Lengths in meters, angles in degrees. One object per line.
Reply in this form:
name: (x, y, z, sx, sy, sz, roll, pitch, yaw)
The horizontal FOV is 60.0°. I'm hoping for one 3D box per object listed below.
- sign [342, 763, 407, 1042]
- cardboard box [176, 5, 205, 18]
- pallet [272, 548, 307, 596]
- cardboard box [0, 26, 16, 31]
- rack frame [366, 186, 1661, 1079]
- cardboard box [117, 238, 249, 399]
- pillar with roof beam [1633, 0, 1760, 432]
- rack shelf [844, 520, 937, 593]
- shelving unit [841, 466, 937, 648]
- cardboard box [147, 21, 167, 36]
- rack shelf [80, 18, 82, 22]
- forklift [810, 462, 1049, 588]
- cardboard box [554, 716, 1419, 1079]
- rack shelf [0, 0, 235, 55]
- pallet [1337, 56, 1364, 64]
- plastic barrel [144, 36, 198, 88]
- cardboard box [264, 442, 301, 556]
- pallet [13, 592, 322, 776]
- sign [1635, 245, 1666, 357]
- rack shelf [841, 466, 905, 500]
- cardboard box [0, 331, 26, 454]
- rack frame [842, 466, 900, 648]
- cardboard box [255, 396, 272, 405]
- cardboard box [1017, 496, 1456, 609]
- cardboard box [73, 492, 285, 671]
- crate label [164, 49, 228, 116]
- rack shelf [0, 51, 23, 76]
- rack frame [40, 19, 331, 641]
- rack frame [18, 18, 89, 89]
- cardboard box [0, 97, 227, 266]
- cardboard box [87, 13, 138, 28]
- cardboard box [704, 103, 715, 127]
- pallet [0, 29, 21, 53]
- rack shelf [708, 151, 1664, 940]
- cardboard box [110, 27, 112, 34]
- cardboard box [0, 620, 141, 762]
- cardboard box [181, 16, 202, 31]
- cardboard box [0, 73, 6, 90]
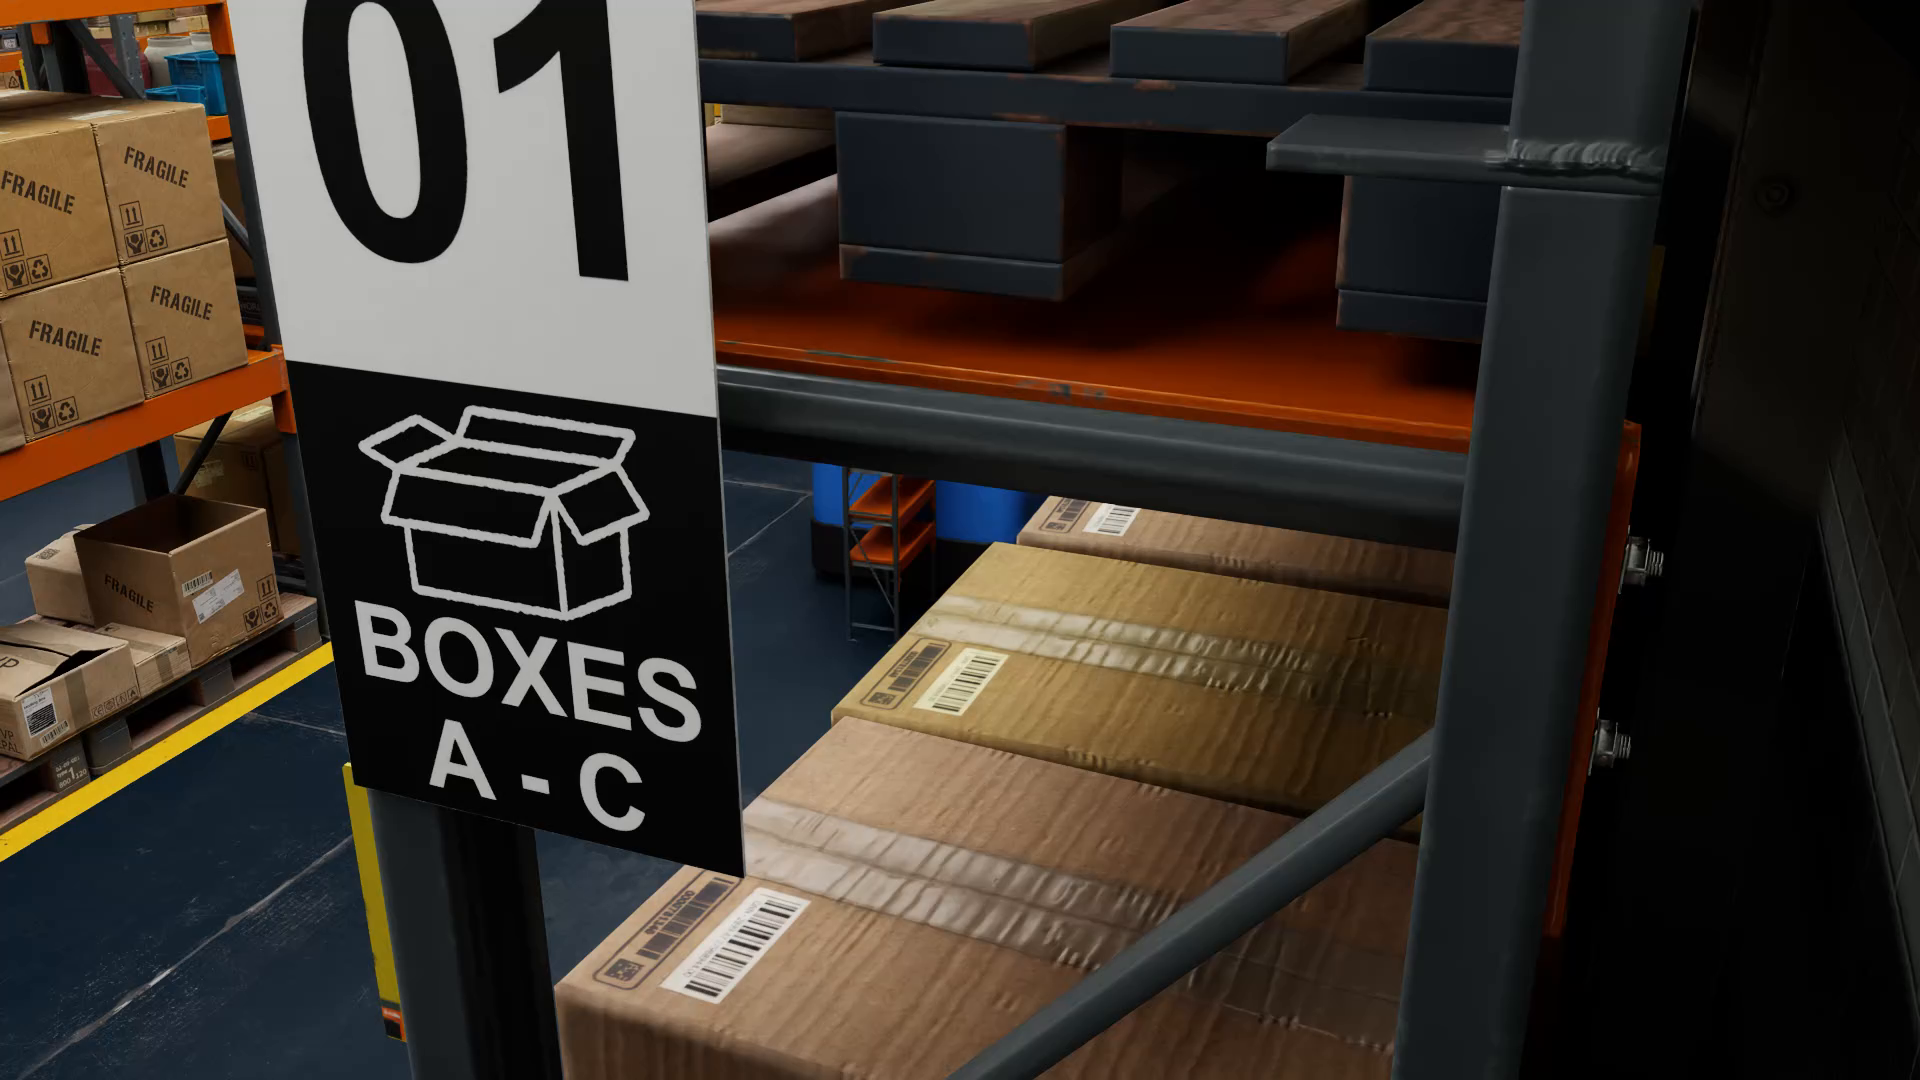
sign: (-0.551, 0.373, 1.655, 0.100, 0.325, 0.005, 9, 24, 20)
cardboard box: (-8.856, -6.025, 18.267, 0.875, 0.500, 0.500, 9, 24, 20)
pallet: (-2.900, -0.050, 8.095, 1.003, 0.211, 1.213, 9, 24, 20)
cardboard box: (-9.816, -5.529, 16.271, 1.000, 1.000, 1.000, 9, 24, 20)
rack frame: (-0.052, 1.099, 1.726, 1.000, 3.000, 0.127, 9, 24, 20)
cardboard box: (-3.114, -0.870, 6.312, 0.500, 0.500, 0.500, 9, 24, 21)
pillar with roof beam: (0.209, -5.489, 9.716, 9.100, 9.000, 0.400, 9, 24, 20)
rack shelf: (-0.299, 0.052, 7.257, 0.258, 0.148, 0.480, 7, 24, 16)
shelving unit: (-0.299, -0.193, 7.155, 0.258, 1.200, 0.503, 7, 24, 16)
cardboard box: (-8.776, -5.512, 17.880, 0.380, 0.149, 0.250, 9, 24, 20)
rack shelf: (-2.424, -2.808, 8.121, 1.077, 0.370, 4.000, 9, 24, 20)
forklift: (0.241, -1.643, 8.381, 1.130, 2.935, 3.031, 7, 24, 16)
cardboard box: (0.128, 0.777, 2.109, 0.980, 0.700, 0.700, 10, 25, 22)
rack shelf: (-3.910, -1.376, 4.695, 1.077, 0.370, 4.000, 9, 24, 20)
pallet: (0.666, -0.949, 2.853, 1.003, 0.211, 1.213, 9, 24, 20)
plastic barrel: (-6.095, -3.632, 12.908, 0.421, 0.512, 0.421, 0, 23, 0)
cardboard box: (-2.761, -0.228, 7.575, 0.500, 0.500, 0.500, 8, 24, 18)
pallet: (-3.423, 0.493, 6.797, 1.003, 0.211, 1.213, 9, 24, 20)
sign: (1.950, -0.689, 4.782, 0.100, 0.325, 0.005, 9, 24, 20)
rack shelf: (-0.299, -0.337, 7.095, 0.258, 0.148, 0.480, 7, 24, 16)
cardboard box: (-3.493, -0.501, 5.429, 0.500, 0.500, 0.500, 9, 24, 21)
rack frame: (-0.373, -0.103, 6.941, 0.240, 1.200, 0.015, 7, 24, 16)
cardboard box: (-3.058, -0.483, 8.186, 0.500, 0.500, 0.500, 9, 24, 20)
cardboard box: (0.680, 0.244, 3.386, 0.980, 0.700, 0.700, 8, 24, 17)
cardboard box: (-3.115, 0.155, 6.659, 0.500, 0.500, 0.500, 9, 24, 20)
crate label: (-5.658, -3.515, 12.727, 0.502, 0.435, 0.616, 9, 24, 20)
rack shelf: (-10.134, -4.275, 15.525, 1.077, 0.370, 4.000, 9, 24, 20)
rack frame: (-3.167, -1.040, 6.848, 1.000, 3.000, 0.127, 9, 24, 20)
rack frame: (-9.391, -5.322, 17.100, 1.000, 3.000, 0.127, 9, 24, 20)
cardboard box: (-3.114, -1.329, 6.114, 0.500, 0.500, 0.500, 9, 24, 20)
cardboard box: (-9.167, -5.658, 17.388, 0.875, 0.500, 0.500, 9, 24, 20)
cardboard box: (-1.810, -2.470, 9.596, 0.700, 0.500, 0.500, 1, 23, 2)
pallet: (-9.810, -4.981, 16.532, 1.003, 0.211, 1.213, 9, 24, 20)
rack shelf: (0.691, -0.668, 3.000, 1.077, 0.370, 4.000, 9, 24, 20)
cardboard box: (-8.927, -5.328, 17.439, 0.380, 0.149, 0.250, 9, 24, 20)
cardboard box: (-3.394, 0.511, 6.053, 0.500, 0.311, 0.500, 9, 24, 20)
cardboard box: (-8.591, -5.691, 18.309, 0.380, 0.149, 0.250, 9, 24, 20)
cardboard box: (-12.989, -6.146, 21.284, 0.875, 0.875, 0.875, 8, 24, 19)
